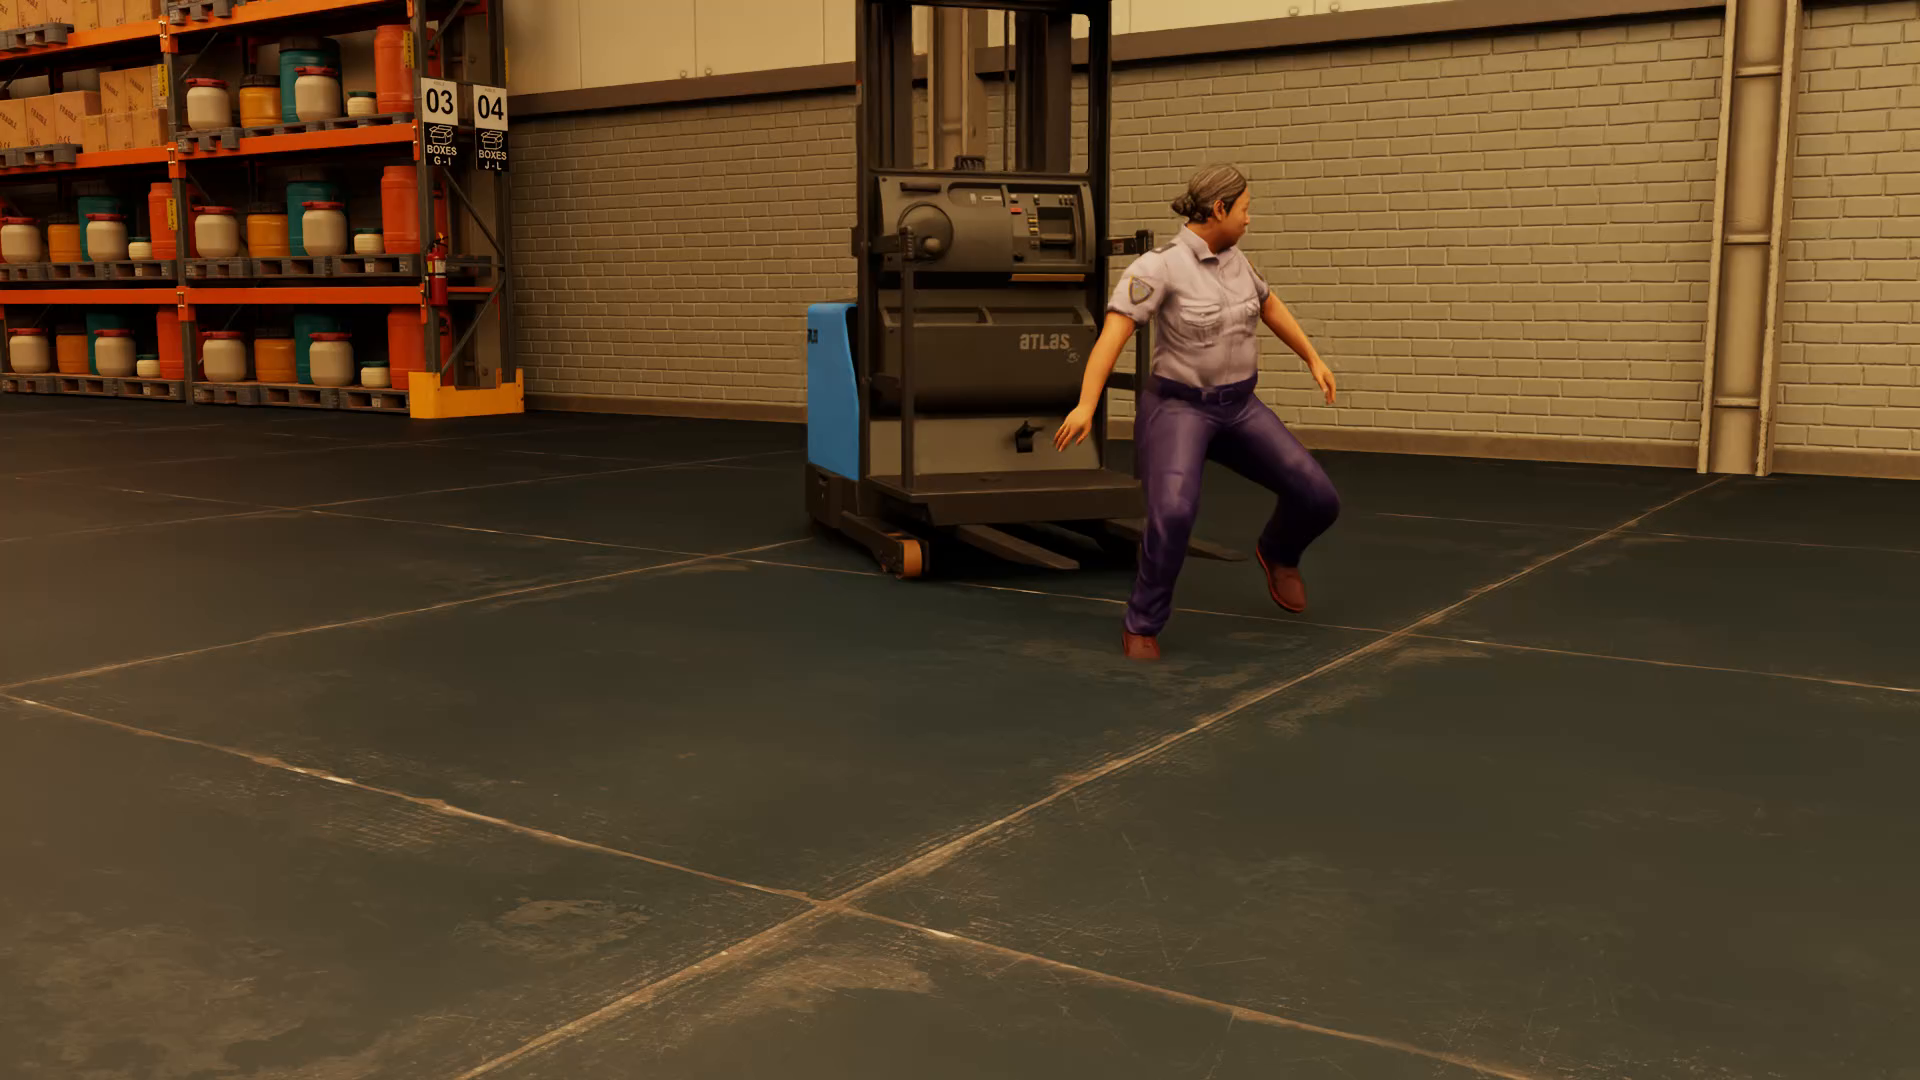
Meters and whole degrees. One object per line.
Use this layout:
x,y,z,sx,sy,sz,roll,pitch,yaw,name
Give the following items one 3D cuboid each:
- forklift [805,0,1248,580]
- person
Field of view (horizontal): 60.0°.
0.185,-1.355,6.724,1.130,2.935,3.031,-3,8,-18,forklift
0.755,-0.386,5.196,1.049,1.544,0.472,-5,9,-30,person
